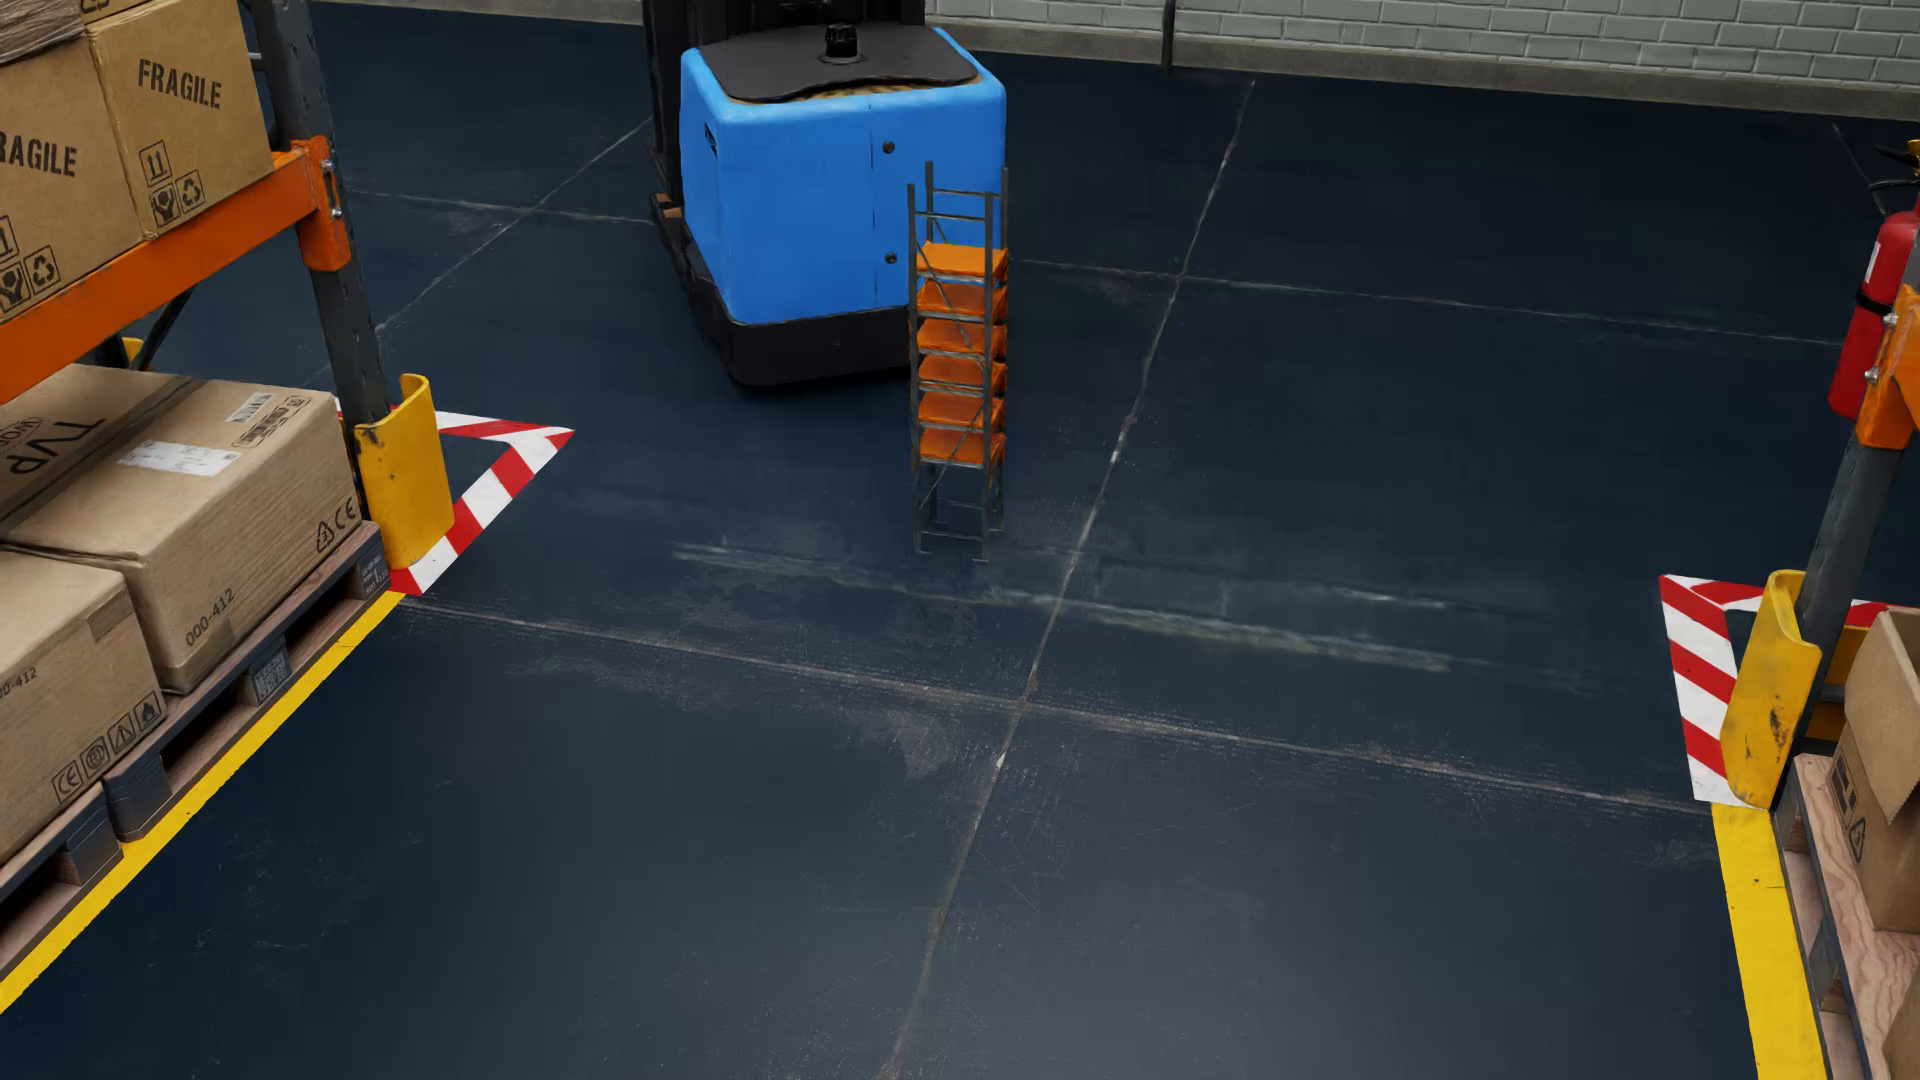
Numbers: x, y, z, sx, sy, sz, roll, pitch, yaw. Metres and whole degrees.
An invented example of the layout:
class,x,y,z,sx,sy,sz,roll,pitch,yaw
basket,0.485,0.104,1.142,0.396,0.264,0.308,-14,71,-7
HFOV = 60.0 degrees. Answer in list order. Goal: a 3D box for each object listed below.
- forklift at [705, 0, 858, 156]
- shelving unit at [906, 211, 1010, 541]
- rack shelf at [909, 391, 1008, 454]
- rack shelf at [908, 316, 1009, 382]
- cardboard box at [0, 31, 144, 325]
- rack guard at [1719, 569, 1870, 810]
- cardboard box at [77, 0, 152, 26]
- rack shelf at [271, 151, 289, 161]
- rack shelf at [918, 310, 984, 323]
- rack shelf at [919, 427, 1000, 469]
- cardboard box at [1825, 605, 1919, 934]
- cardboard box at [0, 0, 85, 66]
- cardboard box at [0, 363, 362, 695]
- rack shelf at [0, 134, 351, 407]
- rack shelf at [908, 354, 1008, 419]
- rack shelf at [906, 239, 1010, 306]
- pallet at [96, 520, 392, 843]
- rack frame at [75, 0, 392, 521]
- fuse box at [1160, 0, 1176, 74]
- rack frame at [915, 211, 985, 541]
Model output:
class,x,y,z,sx,sy,sz,roll,pitch,yaw
forklift,-15.417,-4.816,4.438,29.450,9.000,10.535,-10,34,-15
shelving unit,-0.004,-0.498,4.915,0.258,1.046,0.183,8,33,12
rack shelf,-0.004,-0.360,5.005,0.258,0.103,0.180,8,33,12
rack shelf,-0.004,-0.563,4.876,0.258,0.103,0.180,8,33,12
cardboard box,-2.229,-0.819,3.650,0.500,0.500,0.500,7,33,11
rack guard,2.562,0.446,4.082,1.175,0.500,0.348,8,33,12
cardboard box,-2.113,-1.503,3.794,0.500,0.500,0.500,9,34,14
rack shelf,-5.135,-2.371,2.261,5.869,4.714,3.910,8,33,12
rack shelf,-0.004,-0.681,4.801,0.199,0.020,0.166,8,33,12
rack shelf,-0.004,-0.282,5.054,0.221,0.034,0.171,8,33,12
cardboard box,2.334,0.533,3.552,0.797,0.503,0.637,7,33,10
cardboard box,-2.217,-1.228,3.361,0.500,0.500,0.500,8,33,13
cardboard box,-2.292,-0.062,4.548,0.875,0.438,0.875,7,33,11
rack shelf,-2.729,0.020,3.094,1.077,0.370,4.000,8,33,12
rack shelf,-0.004,-0.461,4.940,0.258,0.103,0.180,8,33,12
rack shelf,-0.004,-0.765,4.747,0.258,0.103,0.180,8,33,12
pallet,-2.348,0.280,4.612,1.003,0.211,1.213,8,33,12
rack frame,-2.221,-1.322,4.533,1.000,3.000,0.127,8,33,12
fuse box,1.182,-3.346,8.918,0.539,1.711,0.414,8,33,12
rack frame,-0.026,-0.451,4.841,0.228,1.046,0.002,8,33,12
